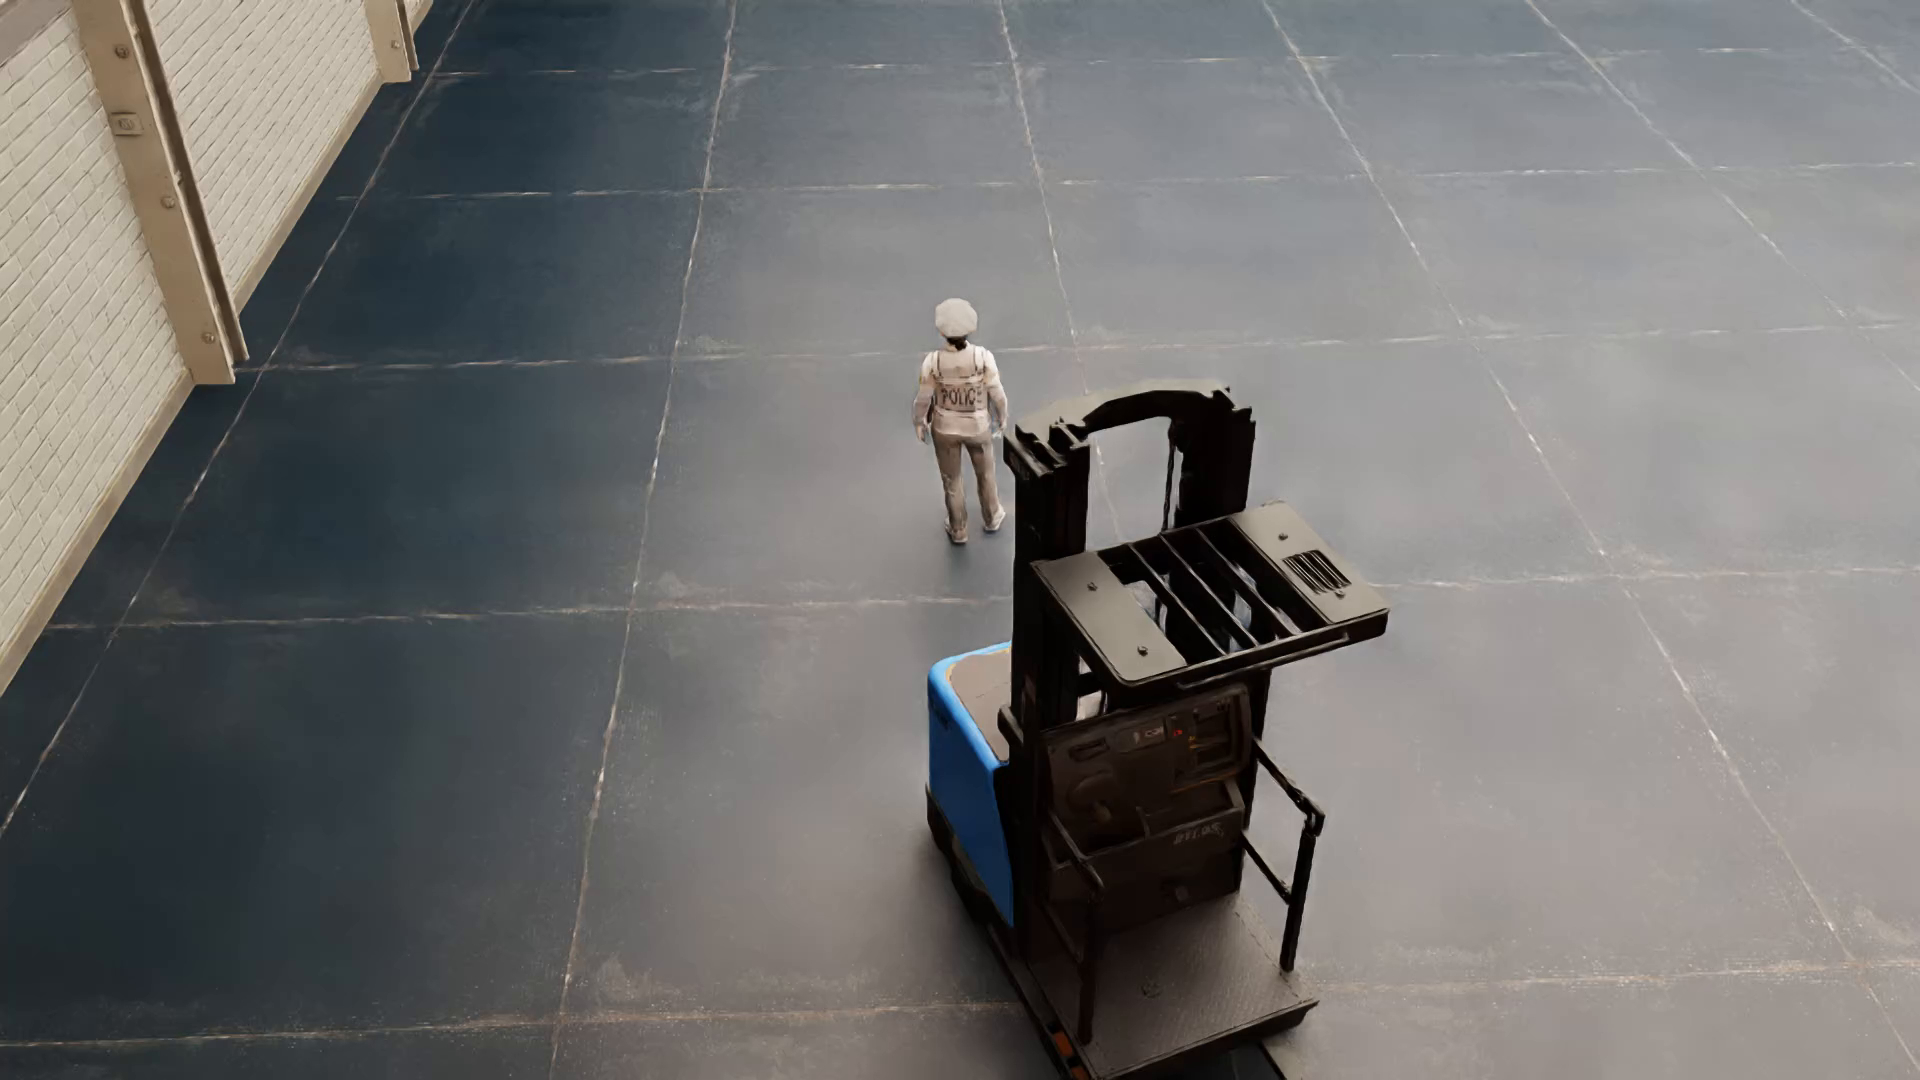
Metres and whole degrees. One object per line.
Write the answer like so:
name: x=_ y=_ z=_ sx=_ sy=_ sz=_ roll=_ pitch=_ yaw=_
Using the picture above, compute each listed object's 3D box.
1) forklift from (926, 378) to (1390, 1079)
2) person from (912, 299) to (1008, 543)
forklift: x=0.874 y=0.953 z=6.702 sx=1.130 sy=2.935 sz=3.031 roll=-14 pitch=38 yaw=-18
person: x=0.003 y=-0.731 z=10.052 sx=0.586 sy=1.695 sz=0.533 roll=-2 pitch=36 yaw=-2
